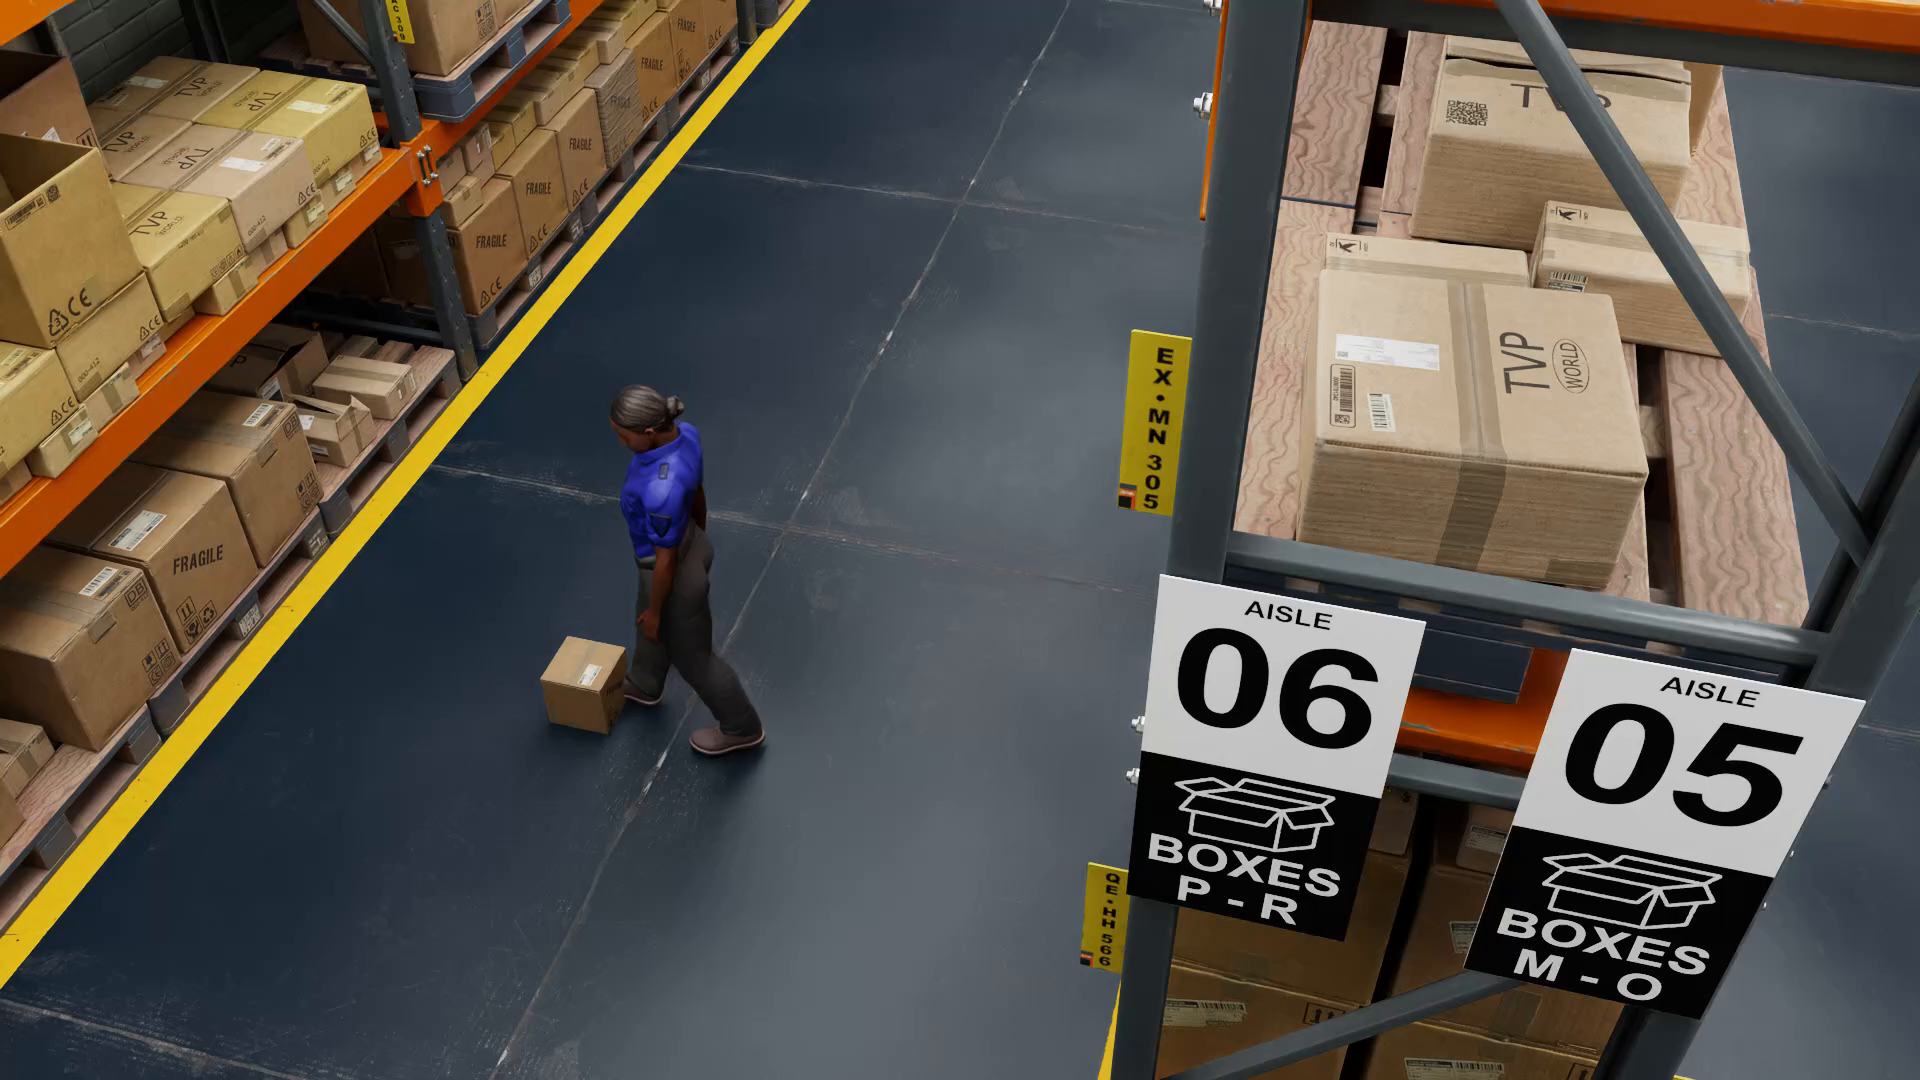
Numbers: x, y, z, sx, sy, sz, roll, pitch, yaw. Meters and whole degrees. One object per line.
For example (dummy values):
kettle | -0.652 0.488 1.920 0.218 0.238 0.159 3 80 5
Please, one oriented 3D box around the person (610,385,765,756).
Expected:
person | -1.116 0.116 6.019 0.730 1.626 0.490 2 41 2
